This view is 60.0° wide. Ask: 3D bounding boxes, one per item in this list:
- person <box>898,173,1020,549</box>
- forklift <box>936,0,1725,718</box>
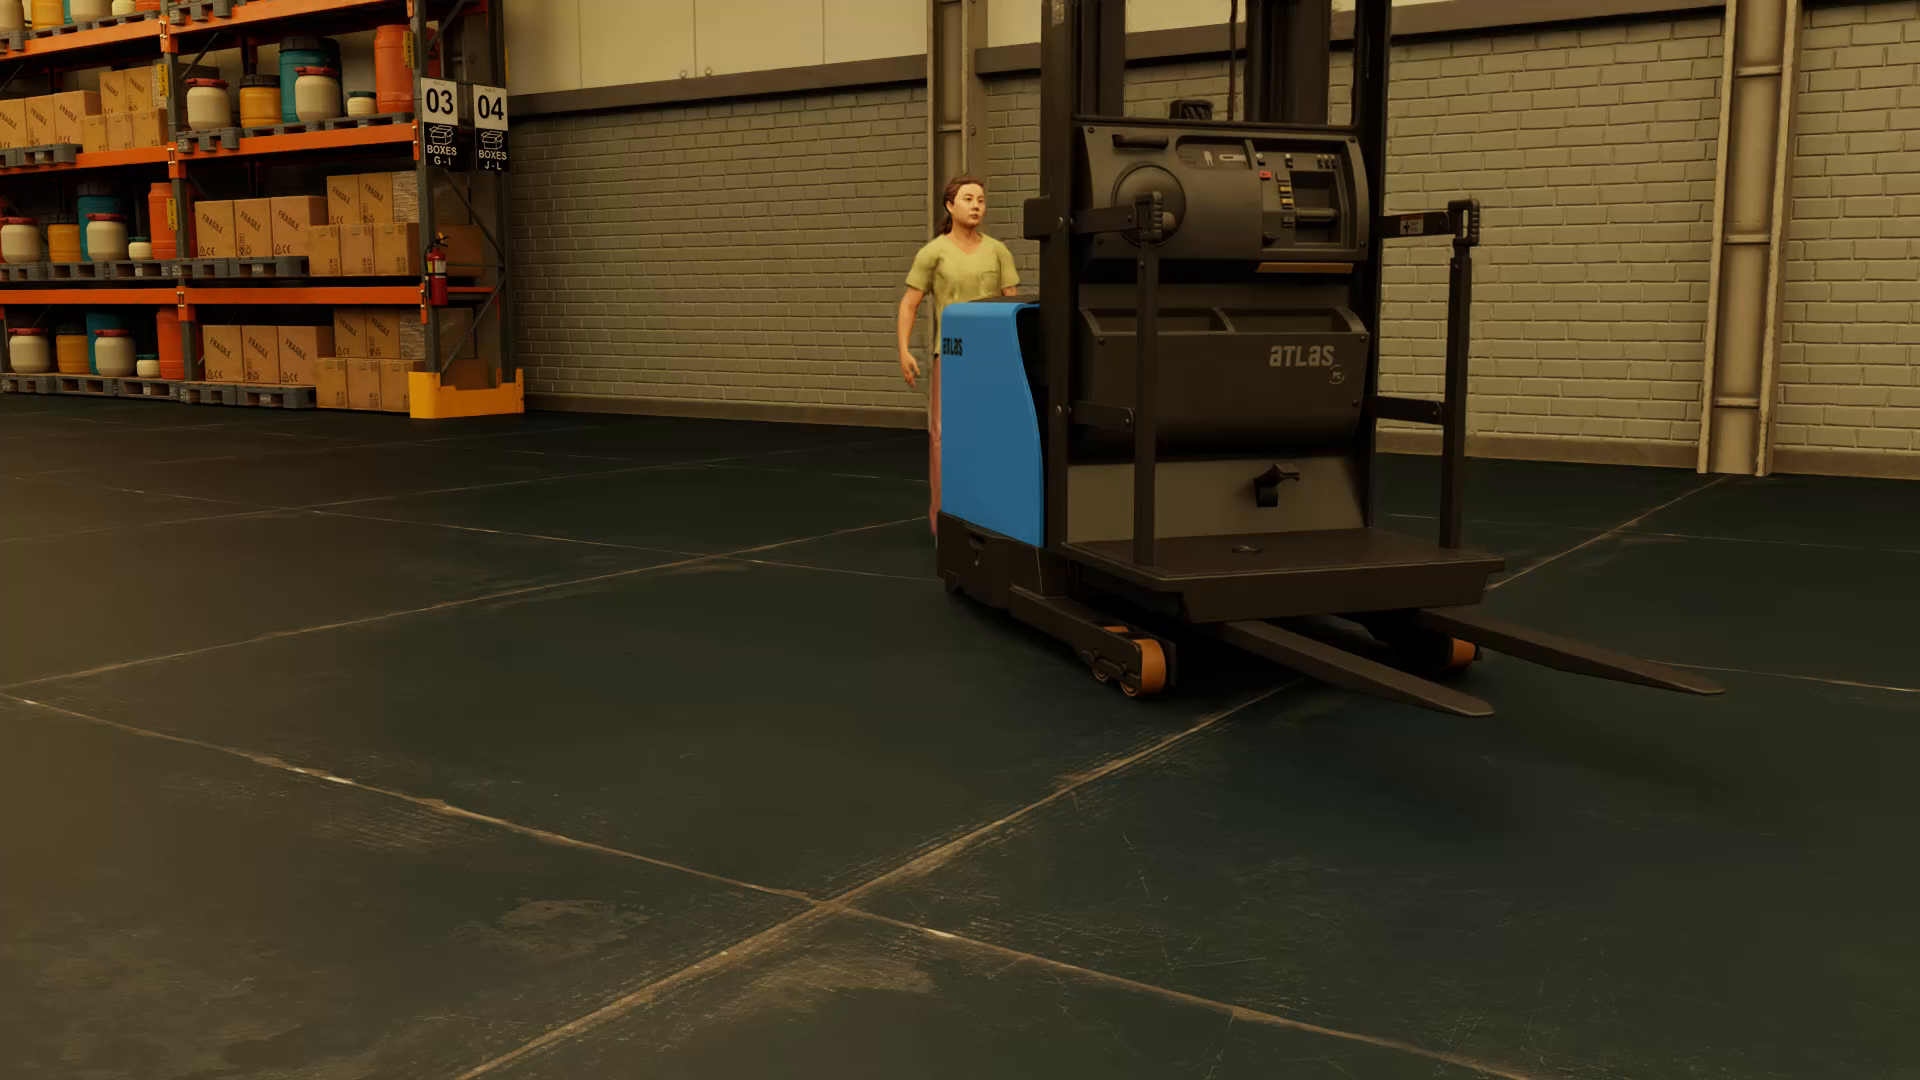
[{"bbox_3d":[0.045,-0.785,7.334,0.603,1.650,0.620,-2,8,-14],"label":"person"},{"bbox_3d":[0.879,-1.082,4.805,1.130,2.935,3.031,-3,9,-19],"label":"forklift"}]
